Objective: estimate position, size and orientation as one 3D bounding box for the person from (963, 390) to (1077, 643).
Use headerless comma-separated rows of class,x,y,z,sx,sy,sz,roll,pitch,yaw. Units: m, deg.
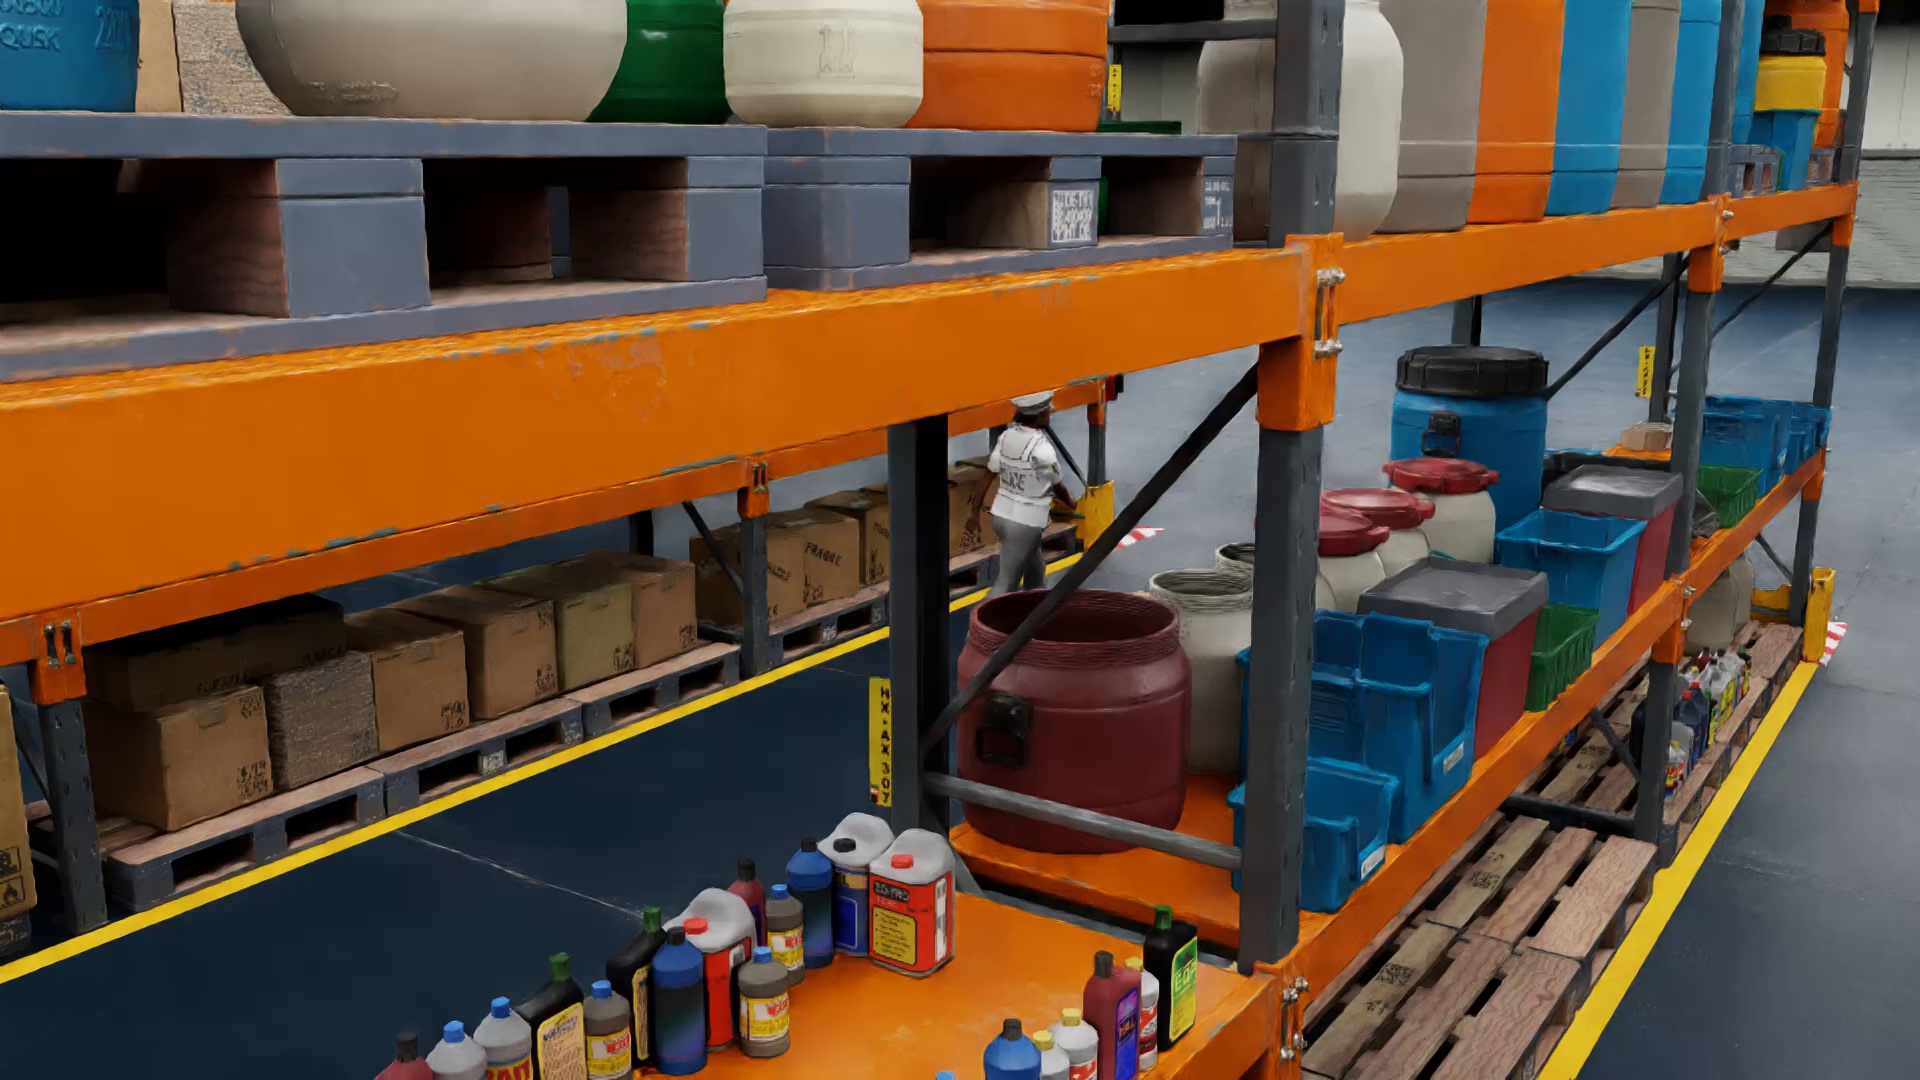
person,0.426,-0.119,9.932,0.866,1.632,0.507,-6,14,-25
